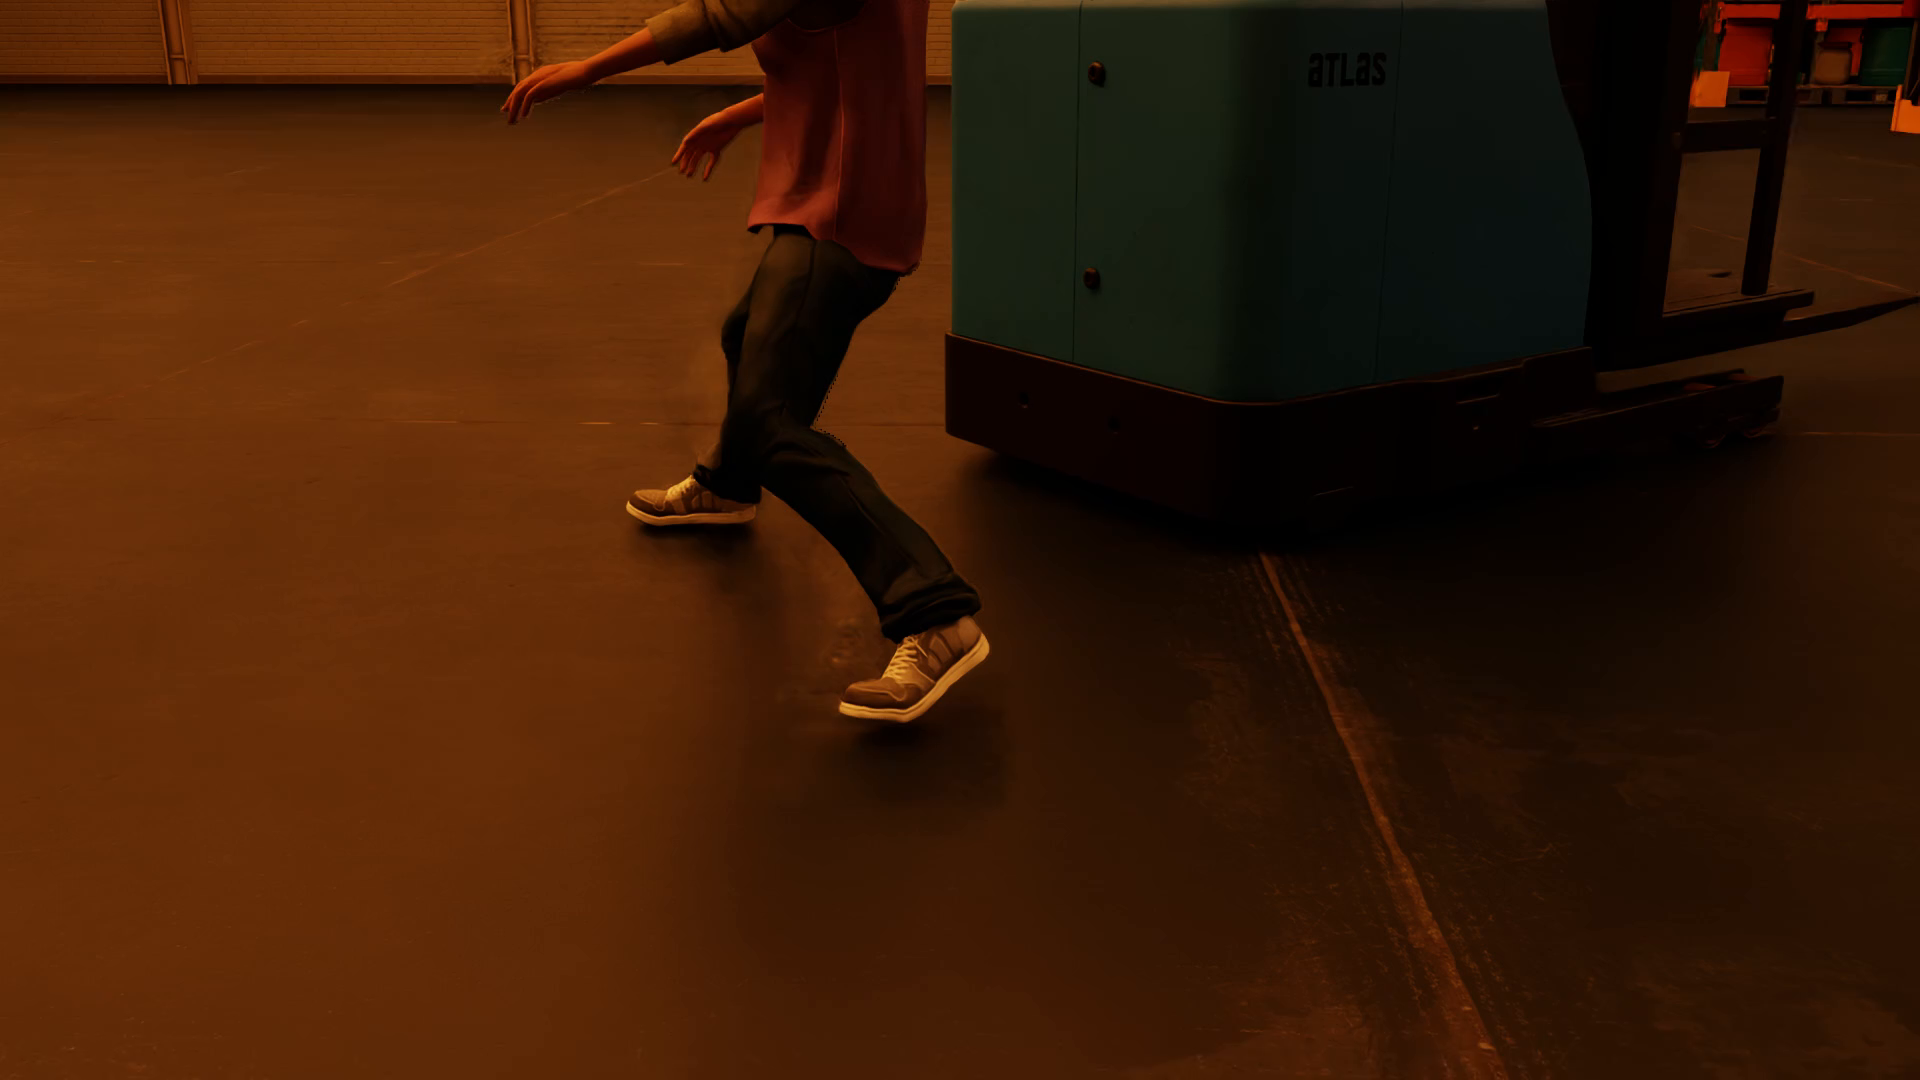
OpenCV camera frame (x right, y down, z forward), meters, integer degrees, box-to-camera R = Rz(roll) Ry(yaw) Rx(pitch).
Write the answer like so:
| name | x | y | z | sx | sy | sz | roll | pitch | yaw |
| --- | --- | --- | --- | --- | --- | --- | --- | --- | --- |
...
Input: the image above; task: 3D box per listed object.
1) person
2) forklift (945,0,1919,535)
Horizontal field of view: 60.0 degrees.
| name | x | y | z | sx | sy | sz | roll | pitch | yaw |
| --- | --- | --- | --- | --- | --- | --- | --- | --- | --- |
| person | -0.331 | -0.552 | 2.757 | 0.862 | 1.408 | 1.084 | 2 | 17 | 7 |
| forklift | 1.459 | -1.735 | 4.017 | 3.031 | 2.935 | 1.130 | -12 | 21 | -34 |
